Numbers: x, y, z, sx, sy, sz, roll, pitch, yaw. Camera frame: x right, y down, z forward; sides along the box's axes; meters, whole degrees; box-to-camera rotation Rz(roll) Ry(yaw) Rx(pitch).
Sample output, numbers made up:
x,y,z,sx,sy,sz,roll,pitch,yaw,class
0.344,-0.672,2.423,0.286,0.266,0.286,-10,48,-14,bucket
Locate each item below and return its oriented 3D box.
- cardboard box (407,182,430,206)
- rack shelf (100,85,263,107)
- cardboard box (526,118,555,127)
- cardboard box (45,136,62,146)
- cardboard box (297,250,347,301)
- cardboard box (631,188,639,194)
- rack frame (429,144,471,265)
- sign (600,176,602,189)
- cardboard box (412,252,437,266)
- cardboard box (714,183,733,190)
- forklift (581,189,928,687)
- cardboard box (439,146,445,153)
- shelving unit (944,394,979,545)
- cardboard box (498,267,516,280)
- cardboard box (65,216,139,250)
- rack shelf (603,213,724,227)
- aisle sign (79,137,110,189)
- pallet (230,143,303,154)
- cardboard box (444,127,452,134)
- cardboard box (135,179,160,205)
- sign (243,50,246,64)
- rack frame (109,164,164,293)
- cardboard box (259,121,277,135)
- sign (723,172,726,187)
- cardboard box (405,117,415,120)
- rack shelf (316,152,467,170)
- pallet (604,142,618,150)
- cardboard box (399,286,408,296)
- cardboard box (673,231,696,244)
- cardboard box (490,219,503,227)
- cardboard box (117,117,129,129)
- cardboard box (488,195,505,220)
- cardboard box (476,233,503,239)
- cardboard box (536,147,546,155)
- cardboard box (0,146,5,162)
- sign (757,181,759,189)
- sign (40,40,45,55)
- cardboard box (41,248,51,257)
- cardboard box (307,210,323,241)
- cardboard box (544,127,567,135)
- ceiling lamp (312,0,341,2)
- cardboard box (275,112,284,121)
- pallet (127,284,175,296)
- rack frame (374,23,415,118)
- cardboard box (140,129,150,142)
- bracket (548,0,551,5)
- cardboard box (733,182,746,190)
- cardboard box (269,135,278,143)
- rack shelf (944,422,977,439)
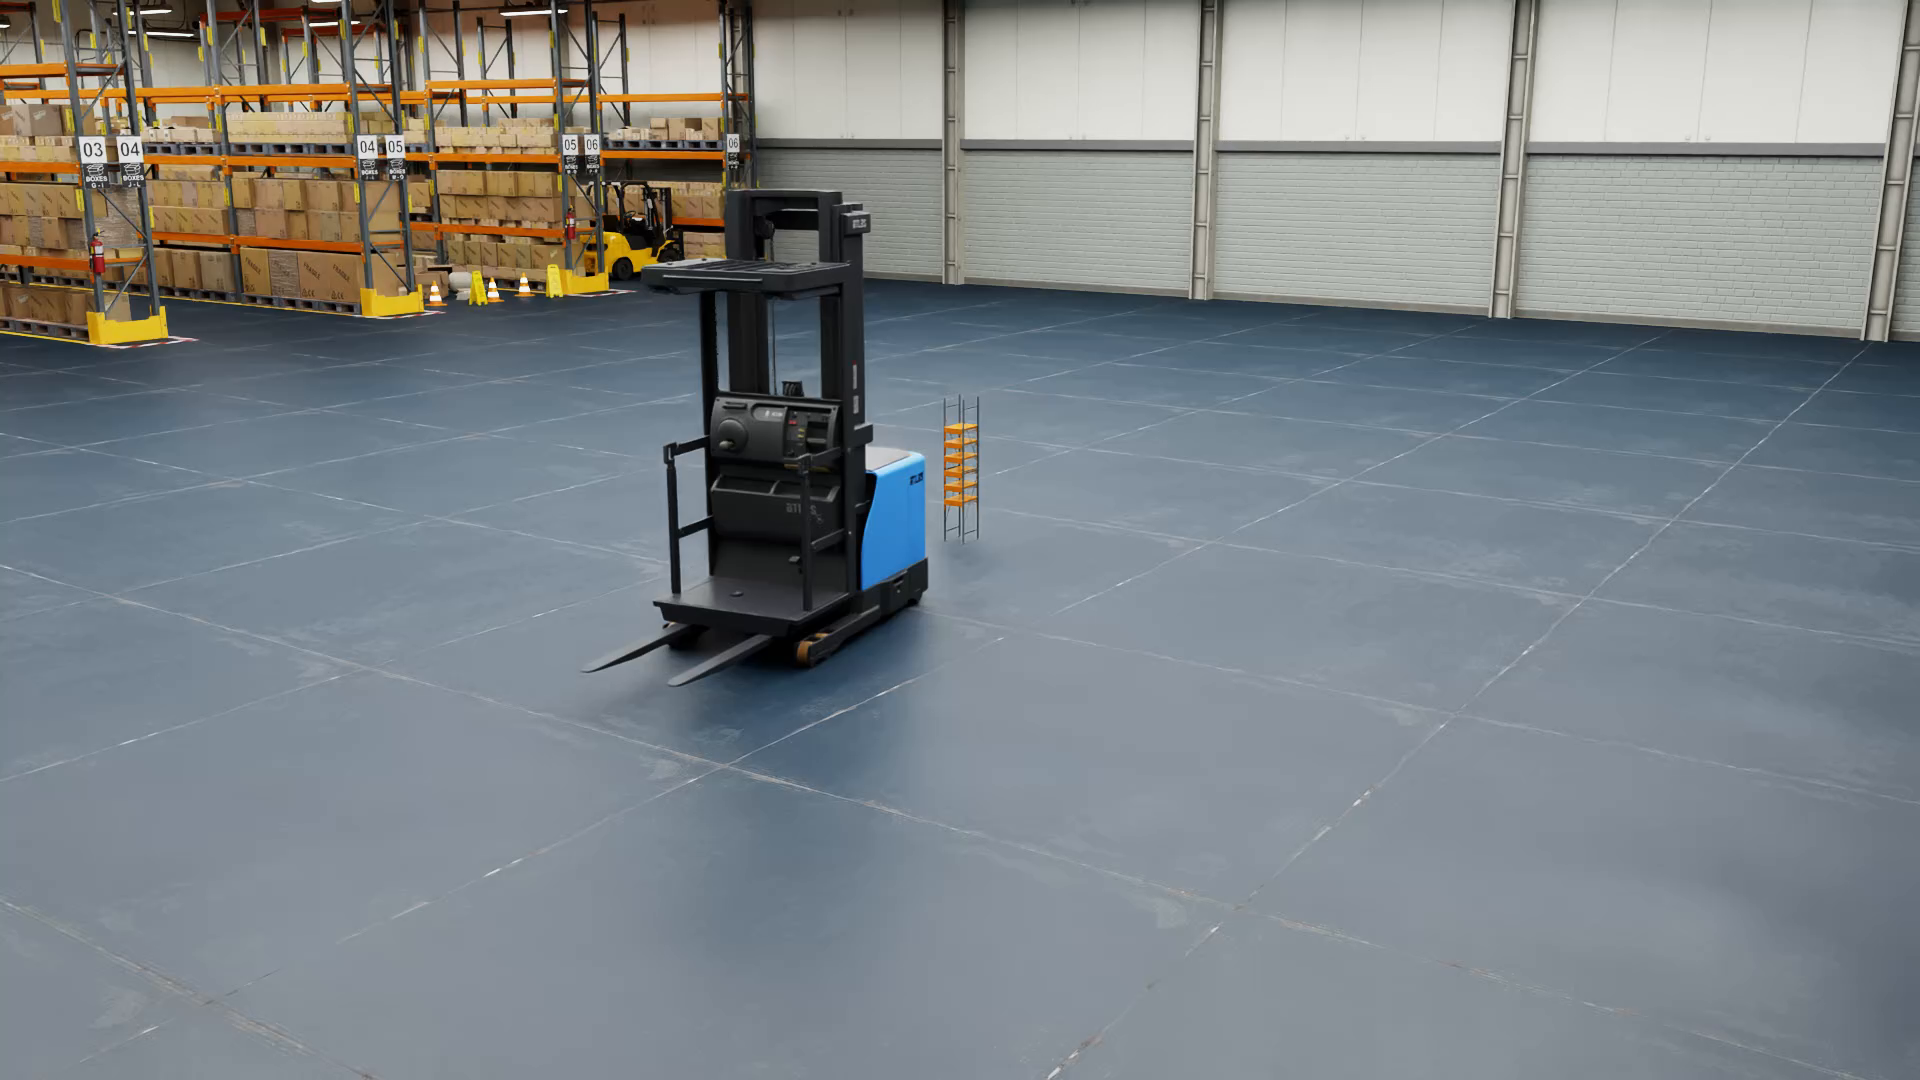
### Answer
x,y,z,sx,sy,sz,roll,pitch,yaw,class
-12.053,-7.661,36.829,0.500,0.500,0.500,9,17,33,cardboard box
-15.468,-8.819,33.050,4.000,0.370,1.077,9,17,33,rack shelf
-10.372,-10.184,41.186,0.500,0.500,0.500,10,17,34,cardboard box
-14.185,-6.295,26.249,0.250,0.149,0.380,8,16,30,cardboard box
-11.820,-5.013,31.380,0.875,0.875,0.875,9,16,32,cardboard box
-7.634,-8.329,39.669,0.250,0.149,0.380,10,17,34,cardboard box
-11.130,-7.182,36.594,0.127,3.000,1.000,9,17,33,rack frame
-8.657,-8.587,40.023,0.005,0.325,0.100,9,17,33,sign
-12.165,-6.276,37.529,0.625,0.372,0.950,10,17,36,cardboard box
-5.458,-8.150,38.326,0.250,0.149,0.380,9,17,33,cardboard box
-1.304,-0.735,10.691,1.130,2.935,3.031,6,15,24,forklift
-11.007,-8.425,35.894,0.250,0.149,0.380,9,16,32,cardboard box
0.012,-0.580,13.671,0.189,1.200,0.258,9,17,33,shelving unit
-9.494,-5.710,35.495,0.500,0.250,0.500,8,16,31,cardboard box
-13.783,-4.942,26.718,0.500,0.500,0.875,9,17,33,cardboard box
-6.703,-7.555,39.597,4.000,0.370,1.077,9,17,33,rack shelf
-13.458,-5.864,25.858,0.004,0.787,0.394,9,17,33,aisle sign
-13.136,-7.483,31.751,1.213,0.211,1.003,9,17,33,pallet
-10.819,-8.767,35.617,0.250,0.149,0.380,10,17,34,cardboard box
-16.761,-7.190,34.336,0.500,0.500,0.700,9,17,33,cardboard box
-17.475,-11.769,40.529,0.005,0.325,0.100,9,17,33,sign
-17.128,-6.718,34.720,0.127,3.000,1.000,9,17,33,rack frame
-12.721,-7.705,31.077,0.500,0.250,0.500,9,16,32,cardboard box
-5.358,-8.207,37.830,0.005,0.325,0.100,9,17,33,sign
-14.709,-11.150,44.340,0.258,0.266,0.396,9,16,32,cardboard box
-12.789,-8.557,37.404,4.000,0.370,1.077,9,17,33,rack shelf
-9.102,-9.651,40.724,1.217,0.209,0.805,8,16,31,pallet
-11.354,-4.991,33.433,0.258,0.266,0.396,13,19,42,cardboard box
-6.451,-7.123,39.123,0.500,0.250,0.500,9,17,34,cardboard box
-9.767,-6.752,35.381,0.250,0.149,0.380,9,17,33,cardboard box
-17.737,-8.773,34.976,0.258,0.266,0.396,9,17,33,cardboard box
-9.651,-7.064,35.290,0.500,0.500,0.500,9,17,33,cardboard box
-12.153,-7.713,43.067,0.500,0.500,0.500,10,17,34,cardboard box
-8.488,-7.999,34.174,0.250,0.149,0.380,9,17,33,cardboard box
-15.582,-6.339,27.259,0.500,0.250,0.500,8,16,31,cardboard box
-4.729,-8.204,38.758,0.005,0.325,0.100,9,17,33,sign
-20.142,-10.808,36.485,0.005,0.325,0.100,9,17,33,sign
-14.740,-4.709,27.128,0.250,0.149,0.380,9,17,33,cardboard box
-11.686,-5.928,31.217,0.550,0.550,0.875,9,17,33,cardboard box
-8.256,-8.353,33.947,0.250,0.149,0.380,9,17,33,cardboard box
-12.237,-12.474,33.340,2.000,3.185,0.800,9,17,33,ceiling lamp
-12.434,-7.835,30.769,0.250,0.149,0.380,9,17,33,cardboard box
-16.516,-5.244,34.567,1.213,0.211,1.003,9,17,33,pallet
-15.001,-12.157,44.208,0.127,3.000,1.000,9,17,33,rack frame
-16.234,-8.146,33.474,0.500,0.250,0.500,10,17,34,cardboard box
-9.951,-13.247,41.117,0.430,0.232,0.235,9,17,33,bracket
-5.203,-8.231,38.656,0.250,0.149,0.380,9,16,32,cardboard box
-12.638,-7.481,31.000,0.250,0.149,0.380,9,17,33,cardboard box
0.012,-0.887,13.595,0.180,0.103,0.258,9,17,33,rack shelf
